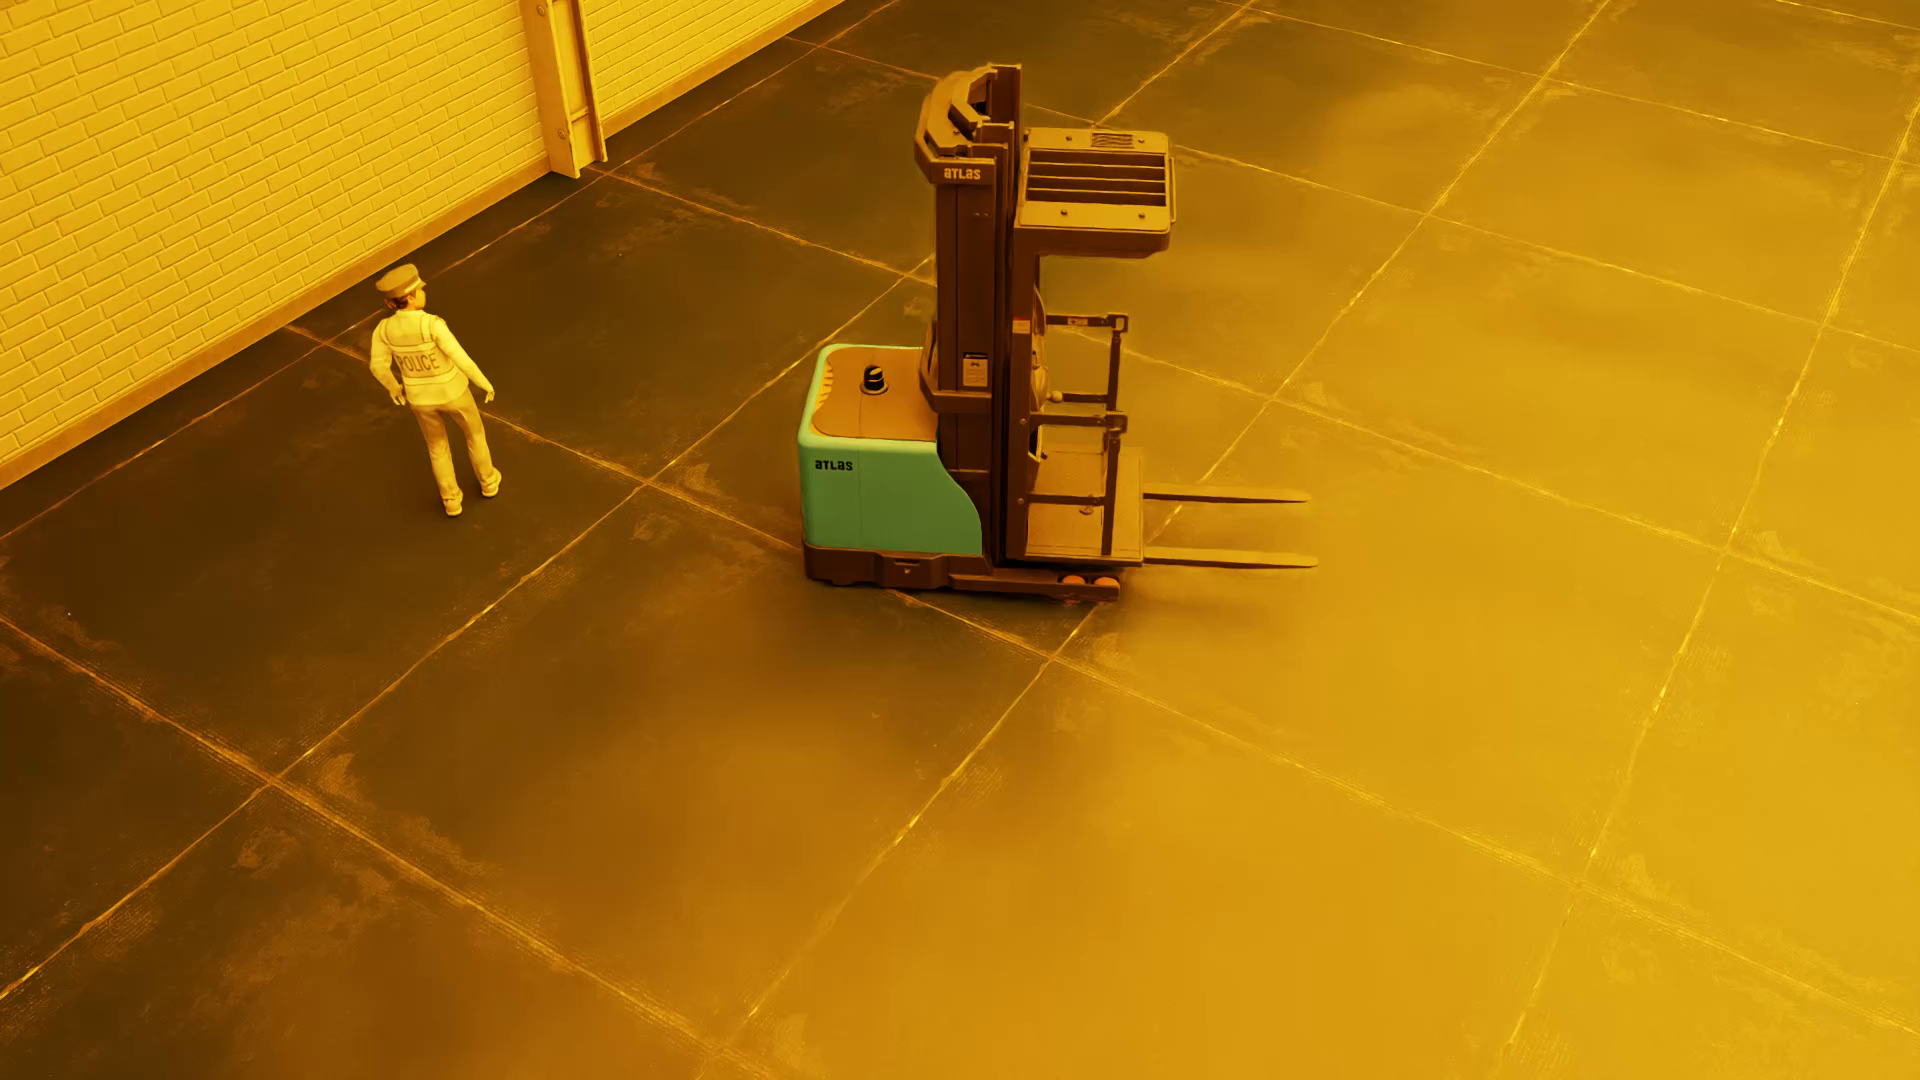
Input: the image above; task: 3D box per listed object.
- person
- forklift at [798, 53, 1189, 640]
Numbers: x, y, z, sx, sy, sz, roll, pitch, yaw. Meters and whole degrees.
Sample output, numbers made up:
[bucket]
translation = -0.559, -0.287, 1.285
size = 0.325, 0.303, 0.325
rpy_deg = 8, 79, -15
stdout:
[person]
translation = -3.131, -0.936, 10.017
size = 0.582, 1.695, 0.533
rpy_deg = -2, 40, -2
[forklift]
translation = 0.369, -1.454, 9.682
size = 1.130, 2.935, 3.031
rpy_deg = 26, 47, 27
